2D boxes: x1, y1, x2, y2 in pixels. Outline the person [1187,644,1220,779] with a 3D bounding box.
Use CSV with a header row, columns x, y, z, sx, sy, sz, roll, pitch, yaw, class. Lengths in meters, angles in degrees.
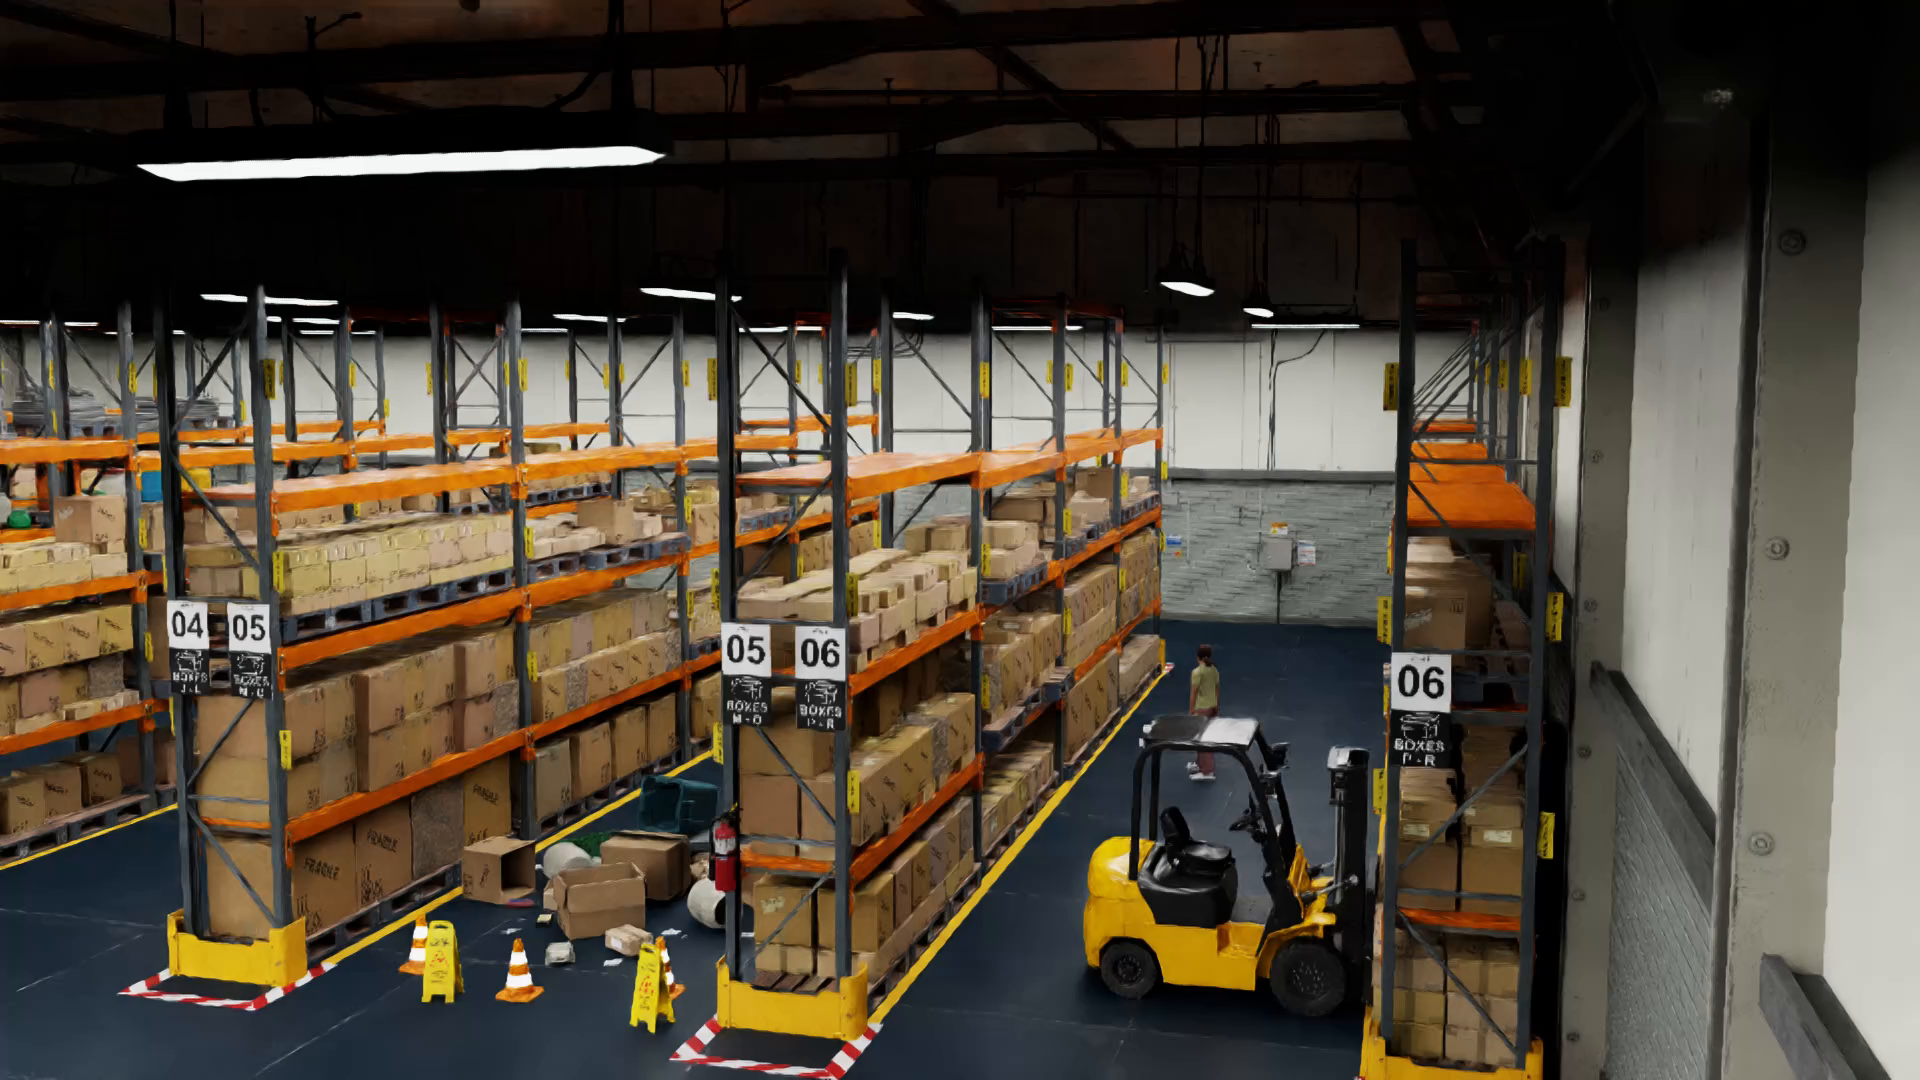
x,y,z,sx,sy,sz,roll,pitch,yaw,class
3.022,2.119,20.827,0.569,1.668,0.559,6,8,44,person
